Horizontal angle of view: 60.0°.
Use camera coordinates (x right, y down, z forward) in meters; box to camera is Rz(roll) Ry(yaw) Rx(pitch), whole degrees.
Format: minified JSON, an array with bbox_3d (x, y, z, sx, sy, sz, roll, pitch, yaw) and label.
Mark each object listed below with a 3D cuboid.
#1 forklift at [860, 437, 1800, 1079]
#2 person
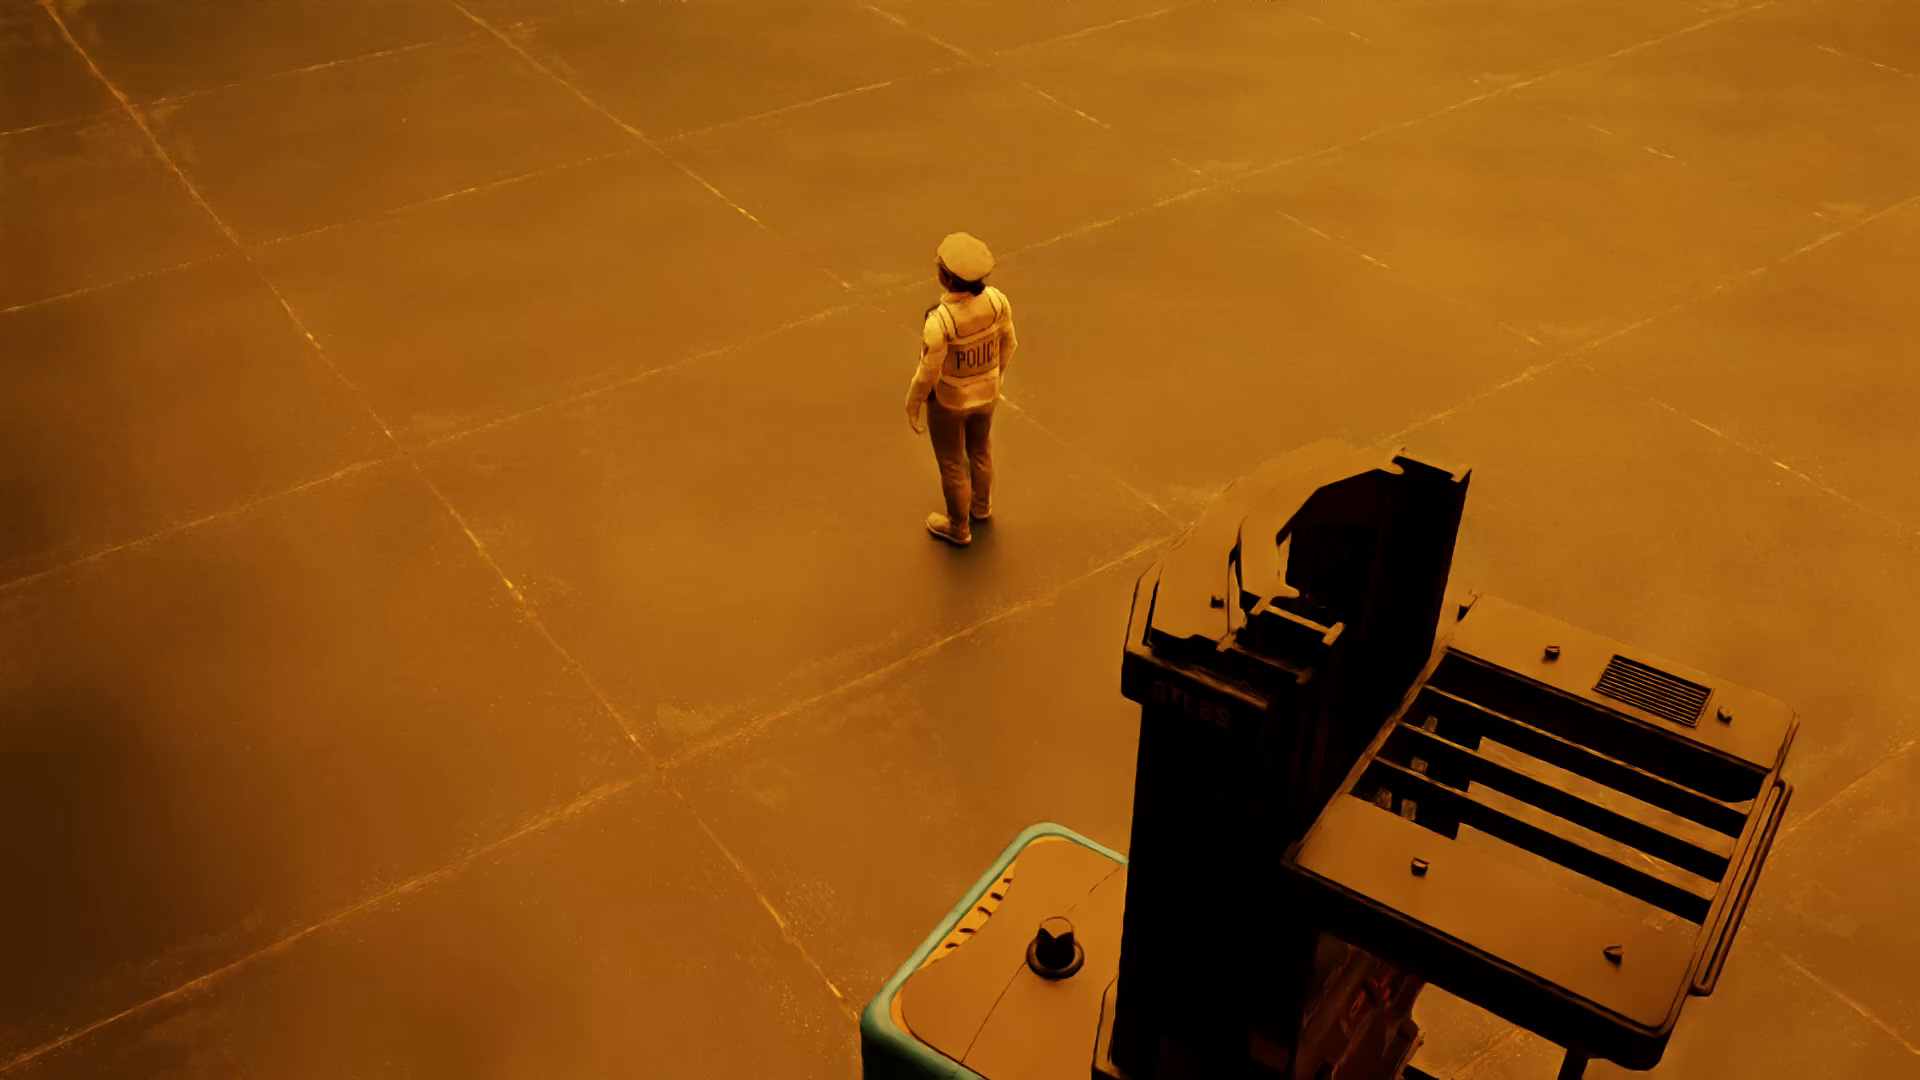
[{"bbox_3d":[1.199,1.311,4.171,3.031,2.935,1.130,22,42,27],"label":"forklift"},{"bbox_3d":[-0.026,-0.726,7.953,0.568,1.695,0.533,-23,42,-28],"label":"person"}]
